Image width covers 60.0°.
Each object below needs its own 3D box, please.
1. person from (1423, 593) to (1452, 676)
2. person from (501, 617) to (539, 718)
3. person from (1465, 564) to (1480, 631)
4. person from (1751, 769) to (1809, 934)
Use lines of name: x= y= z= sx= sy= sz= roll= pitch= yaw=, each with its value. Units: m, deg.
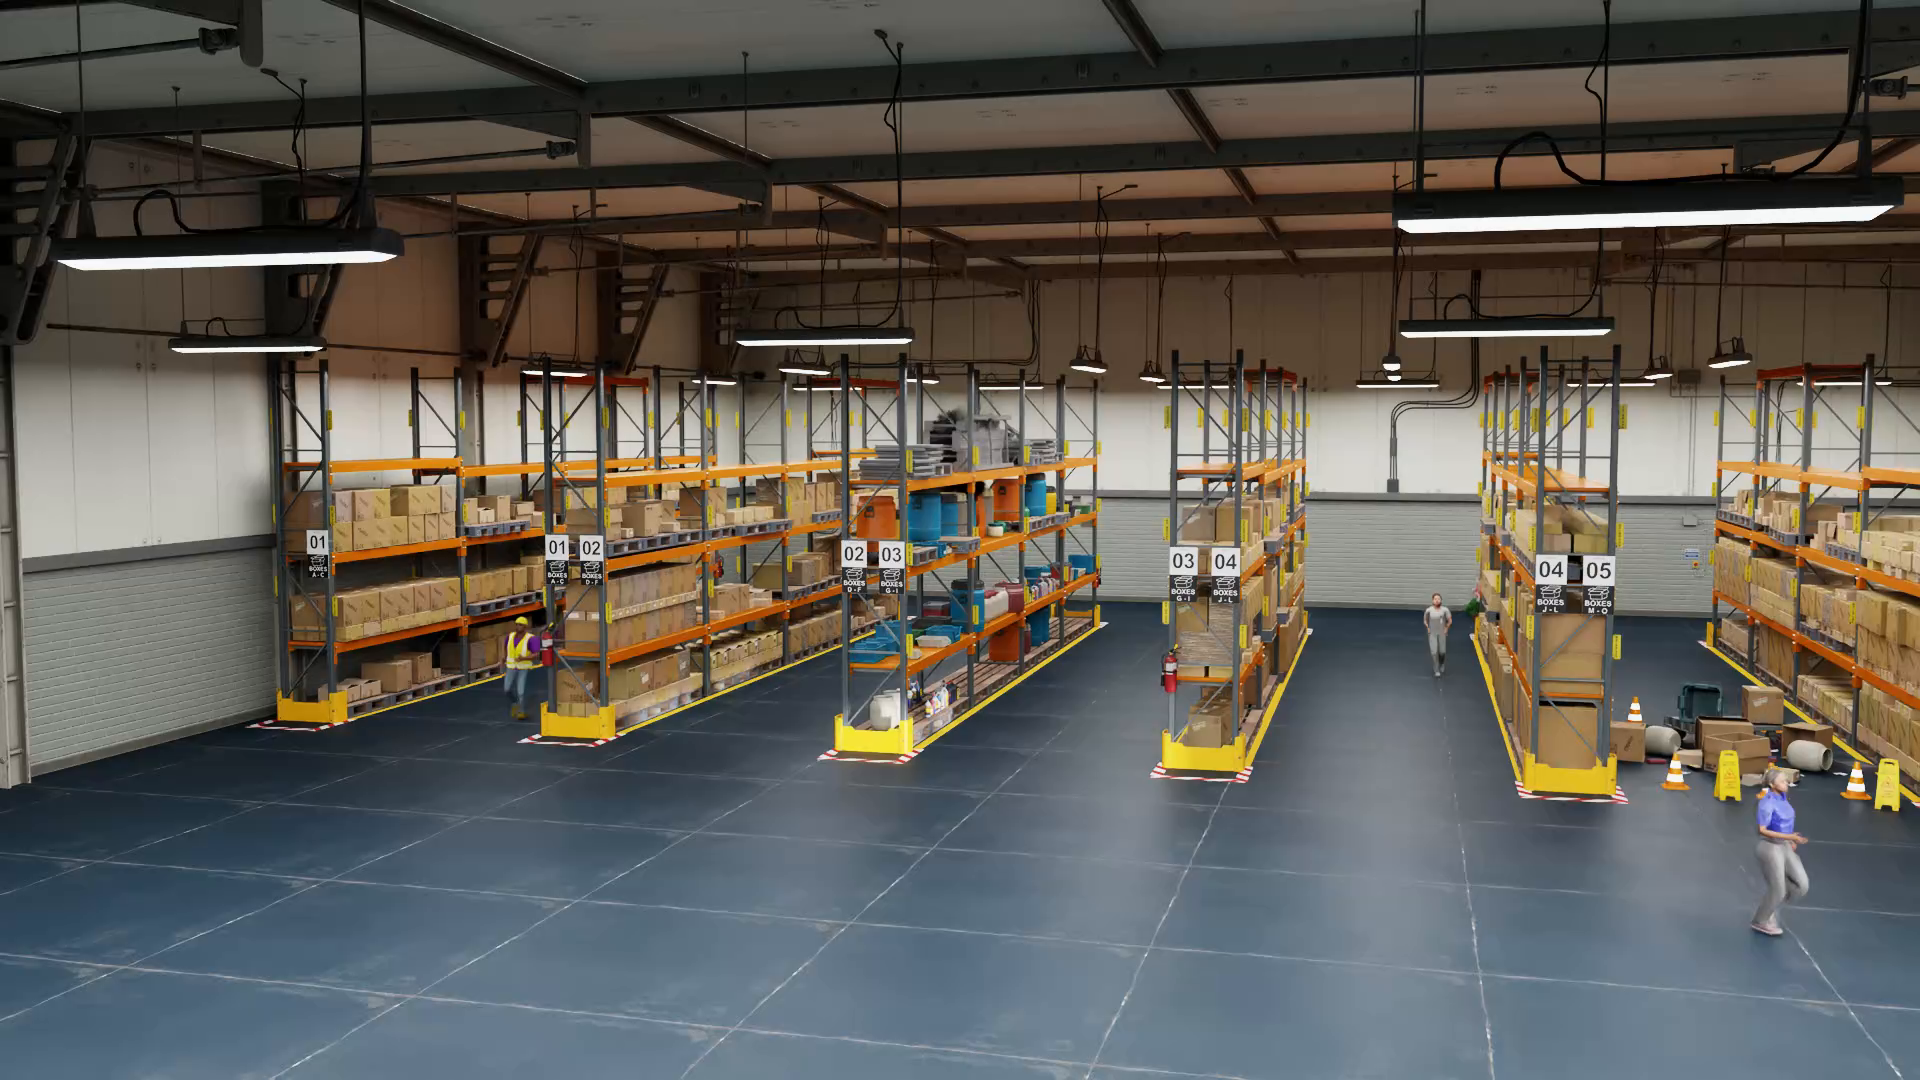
person: x=9.315 y=1.852 z=32.466 sx=0.541 sy=1.624 sz=0.553 roll=1 pitch=4 yaw=18
person: x=-7.352 y=2.136 z=27.719 sx=0.695 sy=1.718 sz=0.628 roll=0 pitch=4 yaw=6
person: x=12.296 y=1.334 z=39.330 sx=0.650 sy=1.685 sz=0.758 roll=2 pitch=5 yaw=29
person: x=7.975 y=3.028 z=16.097 sx=0.565 sy=1.613 sz=0.551 roll=-3 pitch=5 yaw=-37
